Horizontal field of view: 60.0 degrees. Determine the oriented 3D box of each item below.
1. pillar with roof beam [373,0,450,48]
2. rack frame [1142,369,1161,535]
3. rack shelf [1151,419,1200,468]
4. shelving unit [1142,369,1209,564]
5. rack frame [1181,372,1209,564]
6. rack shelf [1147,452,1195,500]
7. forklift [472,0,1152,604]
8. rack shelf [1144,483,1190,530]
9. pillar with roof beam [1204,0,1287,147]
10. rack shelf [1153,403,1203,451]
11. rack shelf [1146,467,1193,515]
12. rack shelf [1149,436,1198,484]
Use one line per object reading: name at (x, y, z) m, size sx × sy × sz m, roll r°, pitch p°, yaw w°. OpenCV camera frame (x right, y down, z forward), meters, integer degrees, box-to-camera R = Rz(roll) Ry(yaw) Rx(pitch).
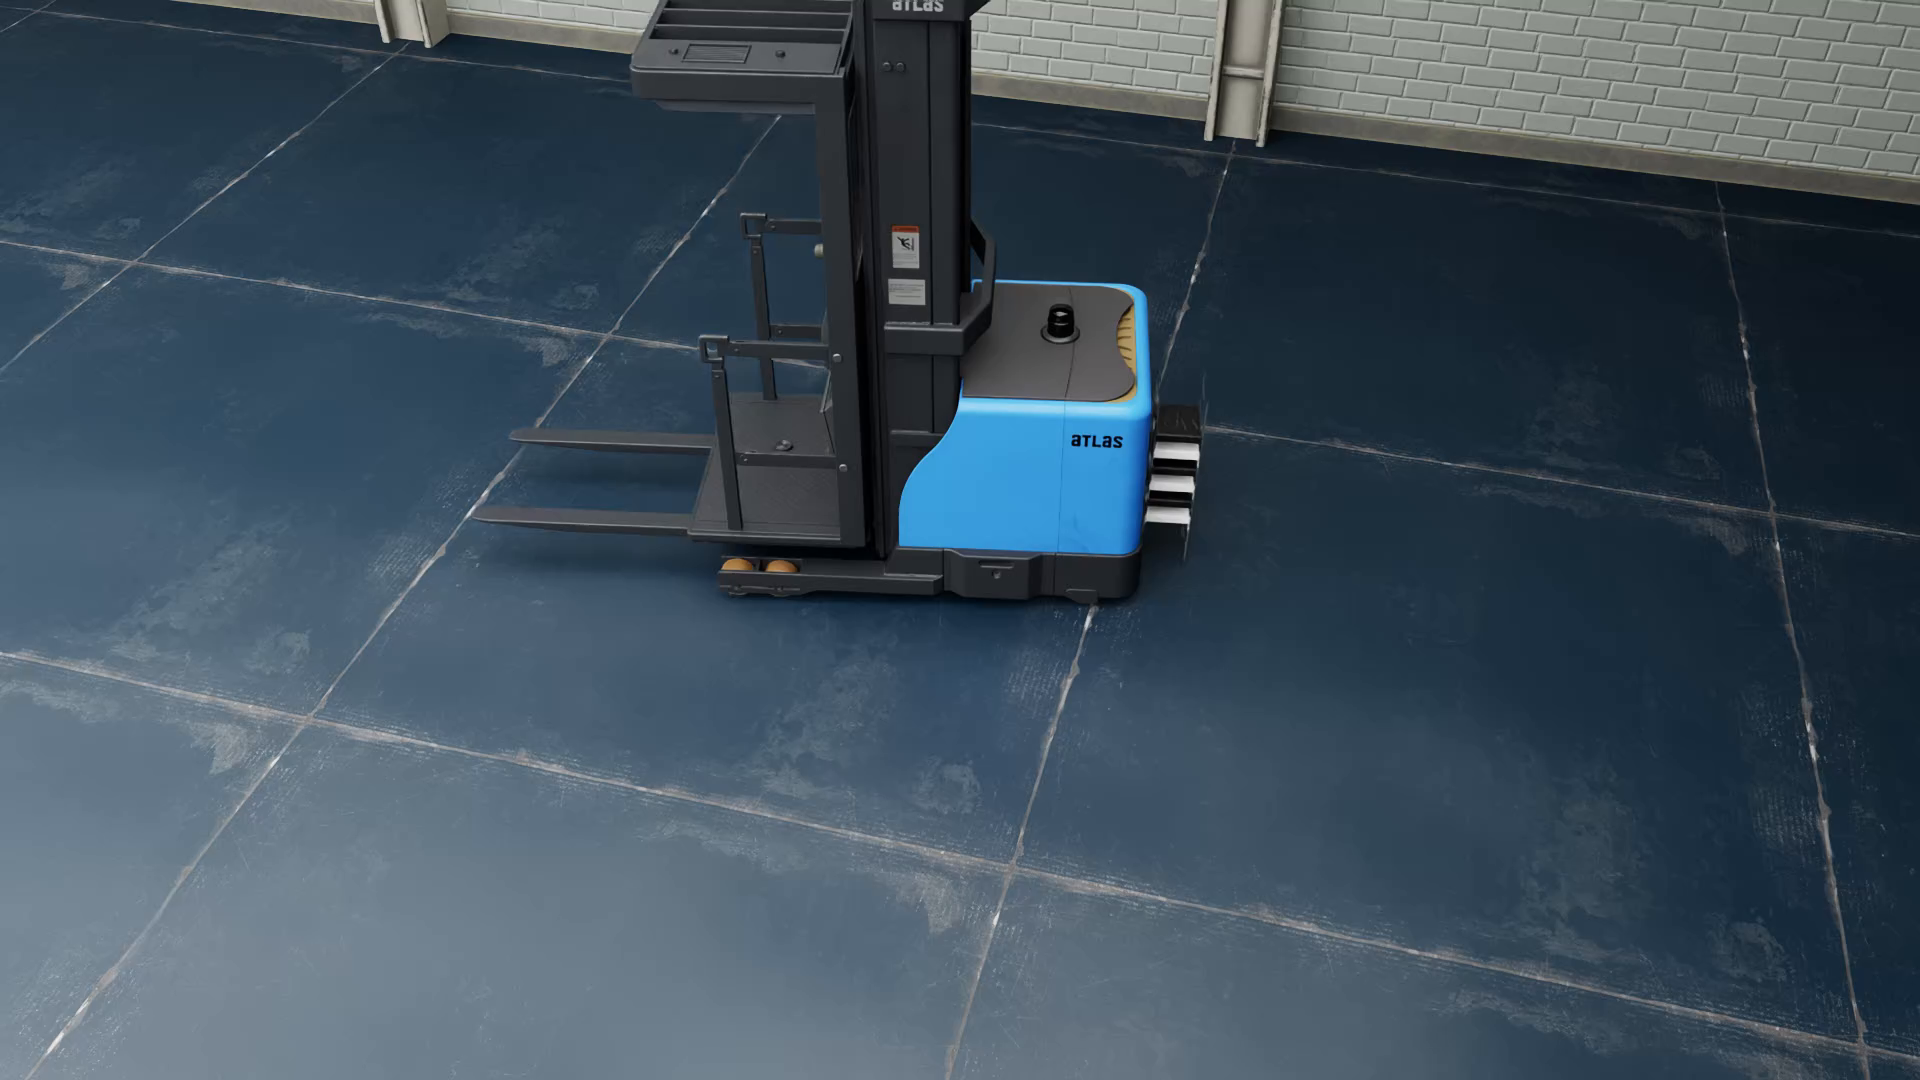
pillar with roof beam at (-5.080, -4.453, 6.080) m, size 0.400 × 9.000 × 9.100 m, roll 10°, pitch 41°, yaw 11°
rack frame at (0.845, -0.325, 7.453) m, size 0.006 × 0.900 × 0.240 m, roll 3°, pitch 40°, yaw 1°
rack shelf at (0.951, -0.431, 7.356) m, size 0.200 × 0.077 × 0.258 m, roll 3°, pitch 40°, yaw 1°
shelving unit at (0.947, -0.319, 7.450) m, size 0.210 × 0.900 × 0.258 m, roll 3°, pitch 40°, yaw 1°
rack frame at (1.048, -0.313, 7.447) m, size 0.006 × 0.900 × 0.240 m, roll 3°, pitch 40°, yaw 1°
rack shelf at (0.946, -0.293, 7.472) m, size 0.200 × 0.077 × 0.258 m, roll 3°, pitch 40°, yaw 1°
forklift at (-0.685, -1.204, 6.930) m, size 3.031 × 2.935 × 1.130 m, roll 2°, pitch 40°, yaw 3°
rack shelf at (0.941, -0.156, 7.587) m, size 0.200 × 0.077 × 0.258 m, roll 3°, pitch 40°, yaw 1°
pillar with roof beam at (0.716, -3.456, 4.892) m, size 0.400 × 9.000 × 9.100 m, roll 10°, pitch 41°, yaw 11°
rack shelf at (0.953, -0.500, 7.298) m, size 0.200 × 0.077 × 0.258 m, roll 3°, pitch 40°, yaw 1°
rack shelf at (0.943, -0.224, 7.530) m, size 0.200 × 0.077 × 0.258 m, roll 3°, pitch 40°, yaw 1°
rack shelf at (0.948, -0.362, 7.414) m, size 0.200 × 0.077 × 0.258 m, roll 3°, pitch 40°, yaw 1°
